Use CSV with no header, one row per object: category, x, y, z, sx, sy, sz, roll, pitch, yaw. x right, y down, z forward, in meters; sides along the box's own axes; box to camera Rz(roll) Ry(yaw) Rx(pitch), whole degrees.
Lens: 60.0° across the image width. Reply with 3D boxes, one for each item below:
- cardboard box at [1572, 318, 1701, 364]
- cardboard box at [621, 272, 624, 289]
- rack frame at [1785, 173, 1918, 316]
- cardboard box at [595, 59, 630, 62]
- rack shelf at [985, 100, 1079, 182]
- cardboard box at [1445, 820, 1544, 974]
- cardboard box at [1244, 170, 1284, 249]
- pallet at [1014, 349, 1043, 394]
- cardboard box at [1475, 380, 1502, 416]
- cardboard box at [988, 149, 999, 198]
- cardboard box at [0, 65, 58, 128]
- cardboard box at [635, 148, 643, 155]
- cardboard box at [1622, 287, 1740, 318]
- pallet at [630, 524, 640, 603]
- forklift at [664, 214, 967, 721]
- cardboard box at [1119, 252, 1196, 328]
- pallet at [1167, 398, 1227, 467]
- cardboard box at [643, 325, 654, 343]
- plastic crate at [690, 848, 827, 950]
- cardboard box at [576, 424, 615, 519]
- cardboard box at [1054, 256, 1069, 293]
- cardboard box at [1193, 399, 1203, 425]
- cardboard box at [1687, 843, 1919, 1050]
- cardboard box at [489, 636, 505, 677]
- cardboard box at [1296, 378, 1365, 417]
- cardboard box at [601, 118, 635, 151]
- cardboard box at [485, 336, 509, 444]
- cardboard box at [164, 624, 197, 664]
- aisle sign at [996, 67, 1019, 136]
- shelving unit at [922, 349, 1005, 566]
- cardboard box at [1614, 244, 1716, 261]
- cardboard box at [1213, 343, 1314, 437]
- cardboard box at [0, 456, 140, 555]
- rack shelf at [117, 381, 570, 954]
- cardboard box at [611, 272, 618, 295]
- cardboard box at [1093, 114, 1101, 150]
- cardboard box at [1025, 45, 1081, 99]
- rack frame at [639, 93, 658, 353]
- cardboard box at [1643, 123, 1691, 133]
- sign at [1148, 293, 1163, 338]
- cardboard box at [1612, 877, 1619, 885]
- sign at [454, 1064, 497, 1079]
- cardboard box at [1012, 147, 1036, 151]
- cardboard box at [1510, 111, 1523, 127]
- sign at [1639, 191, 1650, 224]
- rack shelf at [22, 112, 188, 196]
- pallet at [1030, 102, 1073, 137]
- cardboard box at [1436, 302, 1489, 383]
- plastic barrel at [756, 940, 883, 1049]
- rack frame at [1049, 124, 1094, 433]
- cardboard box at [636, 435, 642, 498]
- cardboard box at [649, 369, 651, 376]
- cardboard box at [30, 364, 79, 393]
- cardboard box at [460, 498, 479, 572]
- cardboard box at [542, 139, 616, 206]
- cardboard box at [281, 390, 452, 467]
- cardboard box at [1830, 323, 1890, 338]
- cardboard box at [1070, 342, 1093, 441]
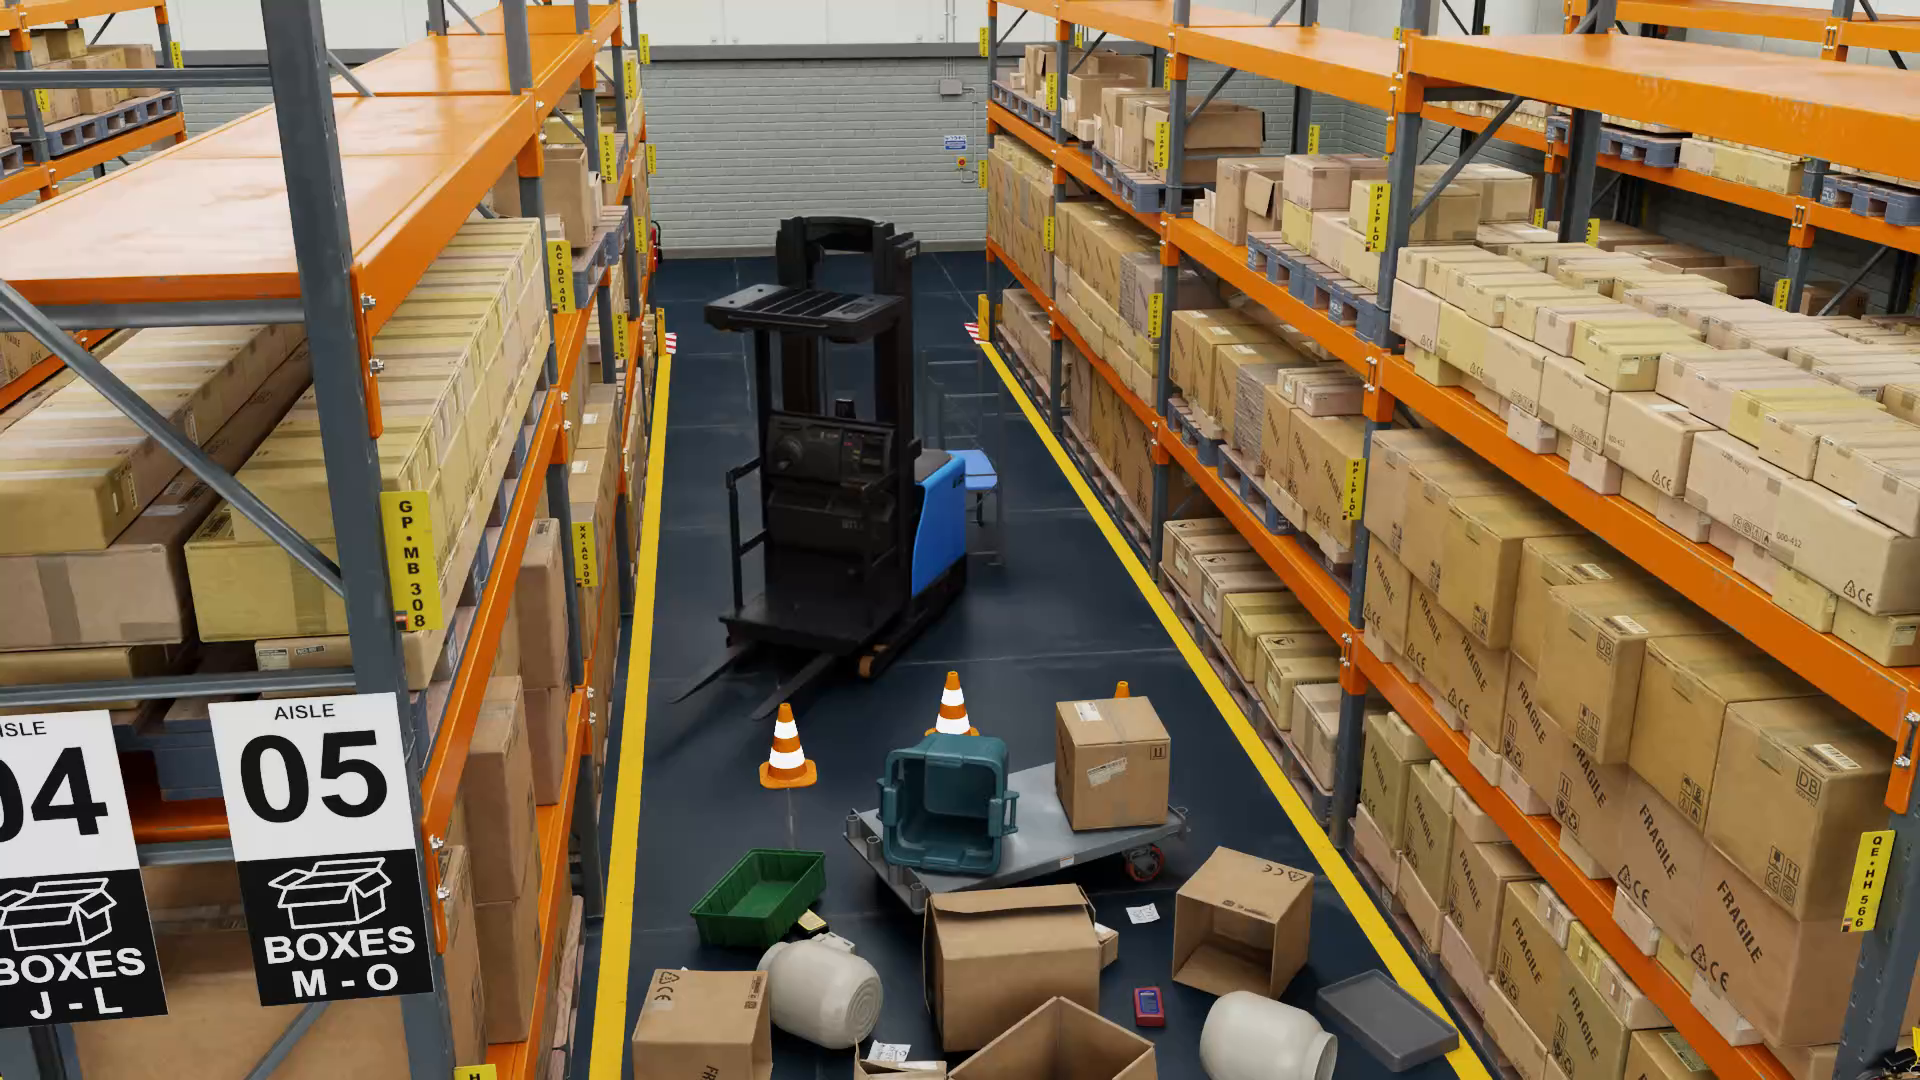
cardboard box,2.582,-0.746,6.358,0.380,0.149,0.250,-3,21,-7
cardboard box,-3.230,-2.320,14.975,0.380,0.149,0.250,-2,21,-6
rack frame,6.889,-1.381,13.126,1.000,3.000,0.127,-3,21,-8
cardboard box,-3.568,-4.825,16.991,0.380,0.149,0.250,-2,21,-7
rack shelf,1.112,-4.275,17.615,1.077,0.370,4.000,-3,21,-8
cardboard box,2.534,1.578,7.462,0.500,0.500,0.500,-2,21,-5
cardboard box,2.225,-2.056,10.499,0.797,0.503,0.637,-3,21,-8
pallet,1.189,-1.898,18.497,1.003,0.211,1.213,-3,21,-8
cardboard box,2.480,-0.649,7.239,0.380,0.149,0.250,-2,21,-6
cardboard box,0.611,-4.234,19.193,0.500,0.500,0.500,-3,21,-9
cardboard box,-8.578,-3.978,14.906,0.700,0.500,0.500,-4,21,-11
cardboard box,-3.675,-3.948,18.002,0.500,0.500,0.500,-4,21,-10
cardboard box,2.981,-0.947,6.896,0.380,0.149,0.250,-3,21,-9
pallet,-3.018,0.191,12.903,1.003,0.211,1.213,-3,21,-8
forklift,-0.969,-0.599,11.132,1.130,2.935,3.031,8,22,21
cardboard box,1.562,-1.987,13.178,0.500,0.500,0.500,-3,21,-7
pallet,2.185,-0.798,11.840,1.213,0.211,1.003,-3,21,-8
cardboard box,-3.522,-2.228,18.017,0.380,0.149,0.250,-2,21,-6
plastic crate,-1.008,1.825,8.480,0.450,0.188,0.662,-2,18,24
cardboard box,-2.433,-0.403,10.365,0.500,0.500,0.500,-3,21,-9
cardboard box,1.185,-2.512,15.653,0.500,0.250,0.500,-4,21,-9
cardboard box,1.841,-0.890,11.570,0.380,0.149,0.250,-4,21,-11
cardboard box,2.780,1.280,5.433,0.500,0.500,0.500,-3,21,-9
cardboard box,-2.090,0.655,5.917,0.875,0.550,0.500,-3,21,-8
cardboard box,2.152,-0.817,9.522,0.380,0.149,0.250,-4,21,-9
cardboard box,-3.289,-3.738,15.365,0.500,0.250,0.500,-2,21,-5
cardboard box,-1.788,-0.497,5.518,0.500,0.250,0.500,-3,21,-8
cardboard box,-2.172,0.209,4.199,0.380,0.149,0.250,-3,21,-7
aisle sign,0.527,-5.127,19.441,0.394,0.787,0.004,-3,21,-8
shelving unit,0.012,-0.673,13.375,0.538,1.500,1.048,-3,21,-8
cardboard box,6.348,-2.380,15.057,0.700,0.500,0.500,-3,21,-8
cardboard box,1.978,-0.981,10.887,0.500,0.500,0.500,-3,21,-7
cardboard box,-2.138,-0.079,3.829,0.380,0.149,0.250,-3,21,-7
rack shelf,-2.042,0.165,5.729,1.077,0.370,4.000,-3,21,-8
cardboard box,-3.119,-2.185,14.187,0.380,0.149,0.250,-3,21,-8
cardboard box,1.318,-3.403,13.845,0.396,0.266,0.258,-1,21,-3
cardboard box,0.966,-4.889,17.346,0.500,0.500,0.500,-3,21,-7
rack frame,-4.060,-3.614,19.106,1.000,3.000,0.127,-3,21,-8
cardboard box,6.208,-3.642,14.510,0.380,0.149,0.250,-2,21,-7
sign,1.428,-1.642,12.172,0.100,0.325,0.005,-3,21,-8
cardboard box,2.738,1.284,6.349,0.380,0.149,0.250,-3,21,-7
sign,-1.203,1.457,4.178,0.100,0.325,0.005,-3,21,-8
cardboard box,0.779,-4.220,18.228,0.380,0.149,0.250,-3,21,-7
cardboard box,5.906,-4.341,17.124,0.380,0.149,0.250,-2,21,-6
sign,6.861,-3.337,16.710,0.100,0.325,0.005,-3,21,-8
rack shelf,-8.694,-3.775,16.277,1.077,0.370,4.000,-3,21,-8
pallet,1.293,-4.162,16.411,1.003,0.211,1.213,-3,21,-8
cardboard box,2.430,-0.874,7.272,0.500,0.250,0.500,-3,21,-8
plastic barrel,-0.648,2.063,7.589,0.512,0.421,0.421,12,24,30
rack frame,1.401,-2.514,16.160,1.000,3.000,0.127,-3,21,-8
cardboard box,-2.984,-0.656,14.158,0.500,0.500,0.500,-3,21,-9
cardboard box,-3.521,-1.859,17.879,0.380,0.149,0.250,-3,21,-7
cardboard box,-8.294,-0.995,14.530,1.225,0.875,0.875,-3,21,-8
cardboard box,-1.596,-0.003,4.767,0.380,0.149,0.250,-3,21,-7
cardboard box,-2.805,-2.680,12.176,0.500,0.500,0.500,-3,21,-8
cardboard box,-1.559,-0.286,4.385,0.380,0.149,0.250,-3,21,-9
cardboard box,6.683,-1.514,12.413,0.380,0.149,0.250,-2,21,-7
cardboard box,1.569,-1.505,15.895,0.875,0.875,0.875,-2,21,-6
